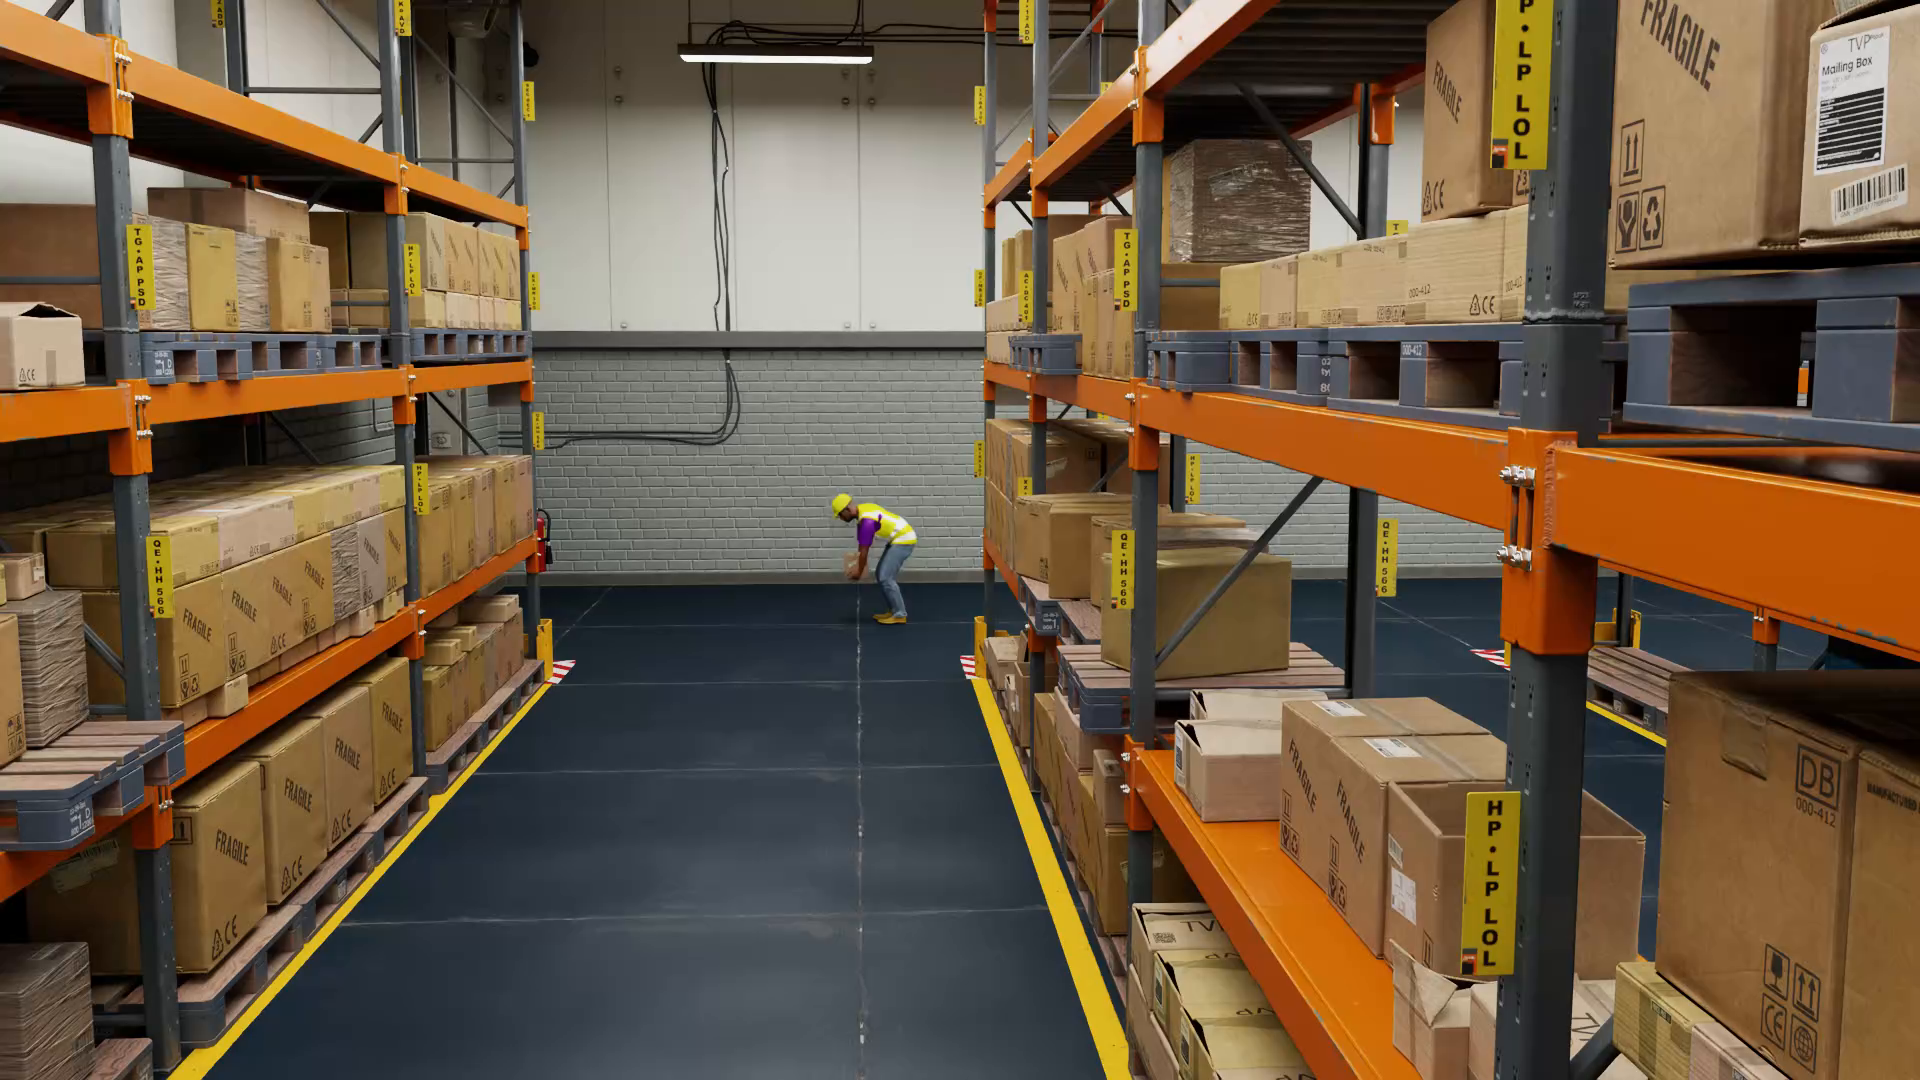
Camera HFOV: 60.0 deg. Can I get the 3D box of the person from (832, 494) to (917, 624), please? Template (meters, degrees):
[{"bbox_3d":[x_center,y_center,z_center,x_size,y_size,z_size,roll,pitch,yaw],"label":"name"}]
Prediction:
[{"bbox_3d":[-0.906,0.193,17.656,0.898,1.376,0.490,-1,7,-6],"label":"person"}]
